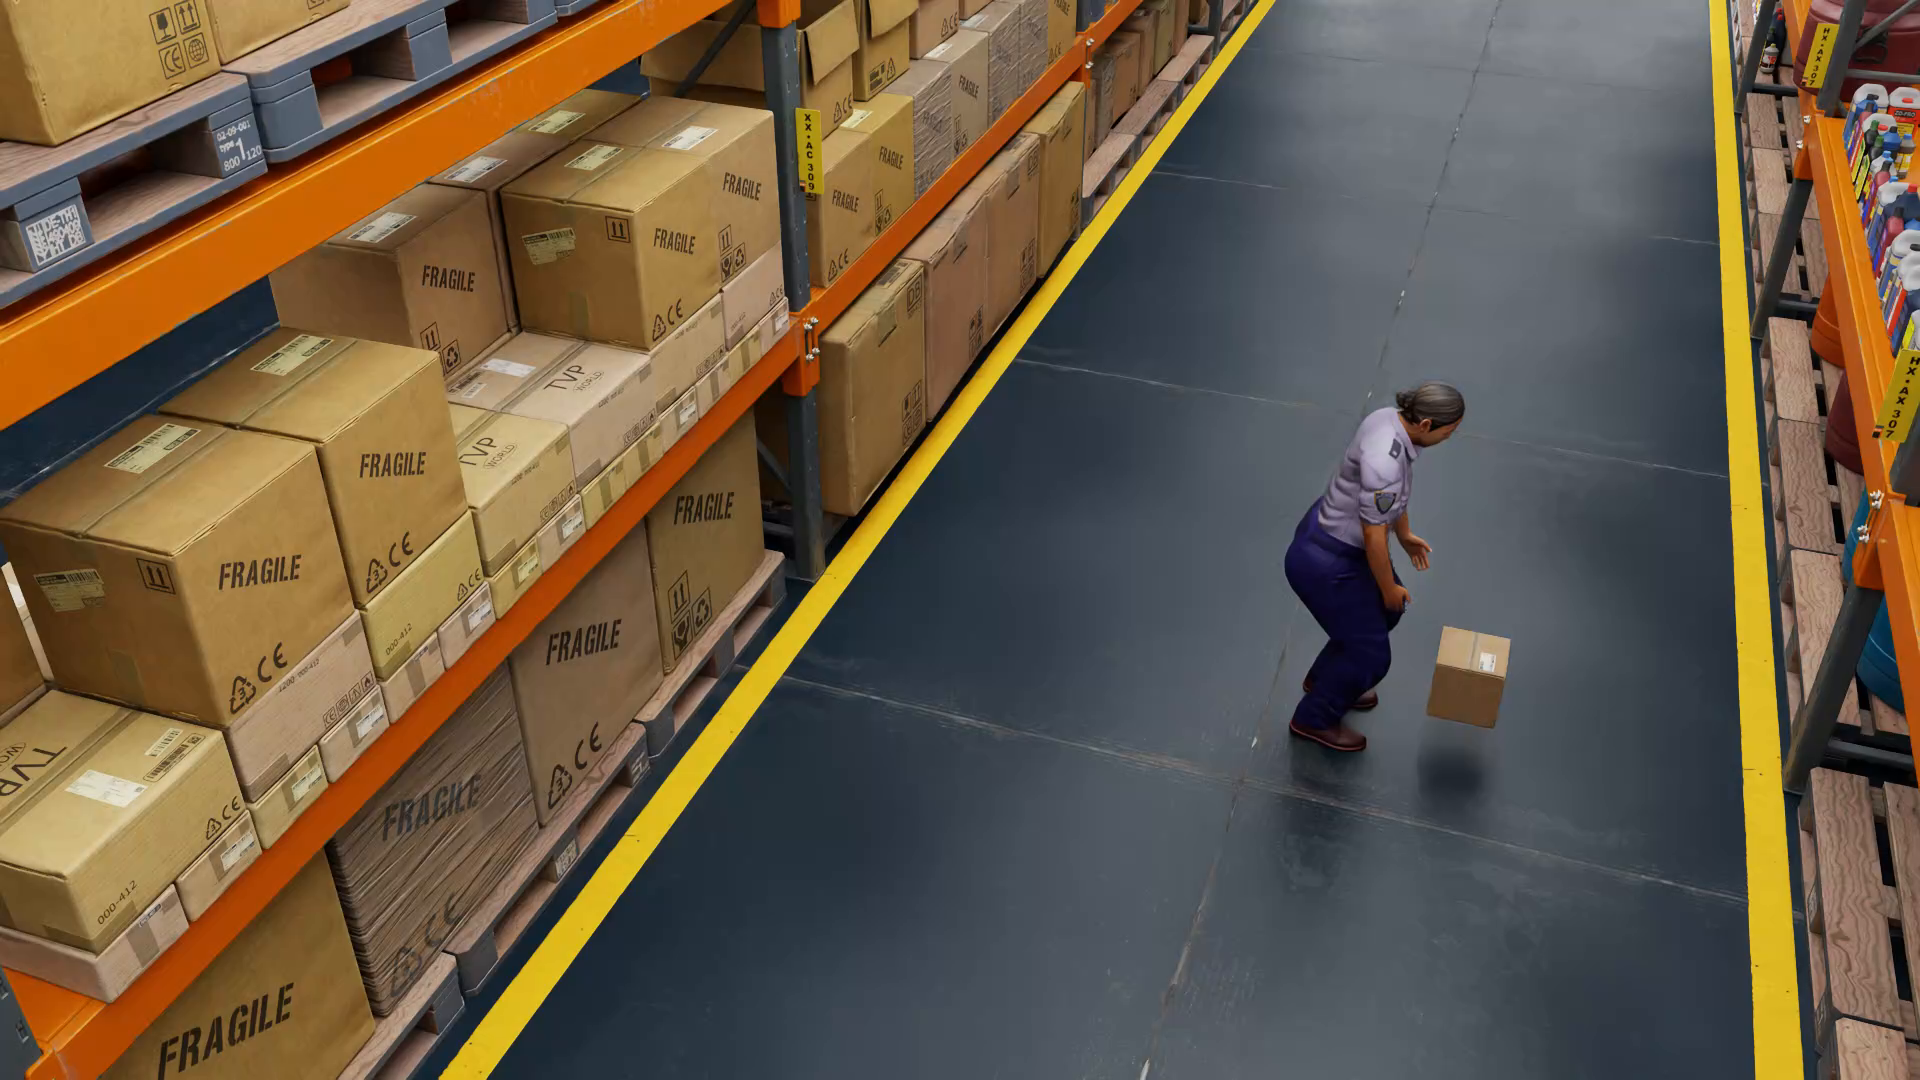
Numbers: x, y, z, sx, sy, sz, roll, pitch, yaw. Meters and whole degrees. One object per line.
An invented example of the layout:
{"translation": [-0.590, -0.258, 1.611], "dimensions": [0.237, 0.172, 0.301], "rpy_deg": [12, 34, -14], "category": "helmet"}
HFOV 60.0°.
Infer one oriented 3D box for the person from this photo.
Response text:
{"translation": [1.497, 0.066, 6.202], "dimensions": [0.529, 1.499, 0.522], "rpy_deg": [12, 35, 17], "category": "person"}
